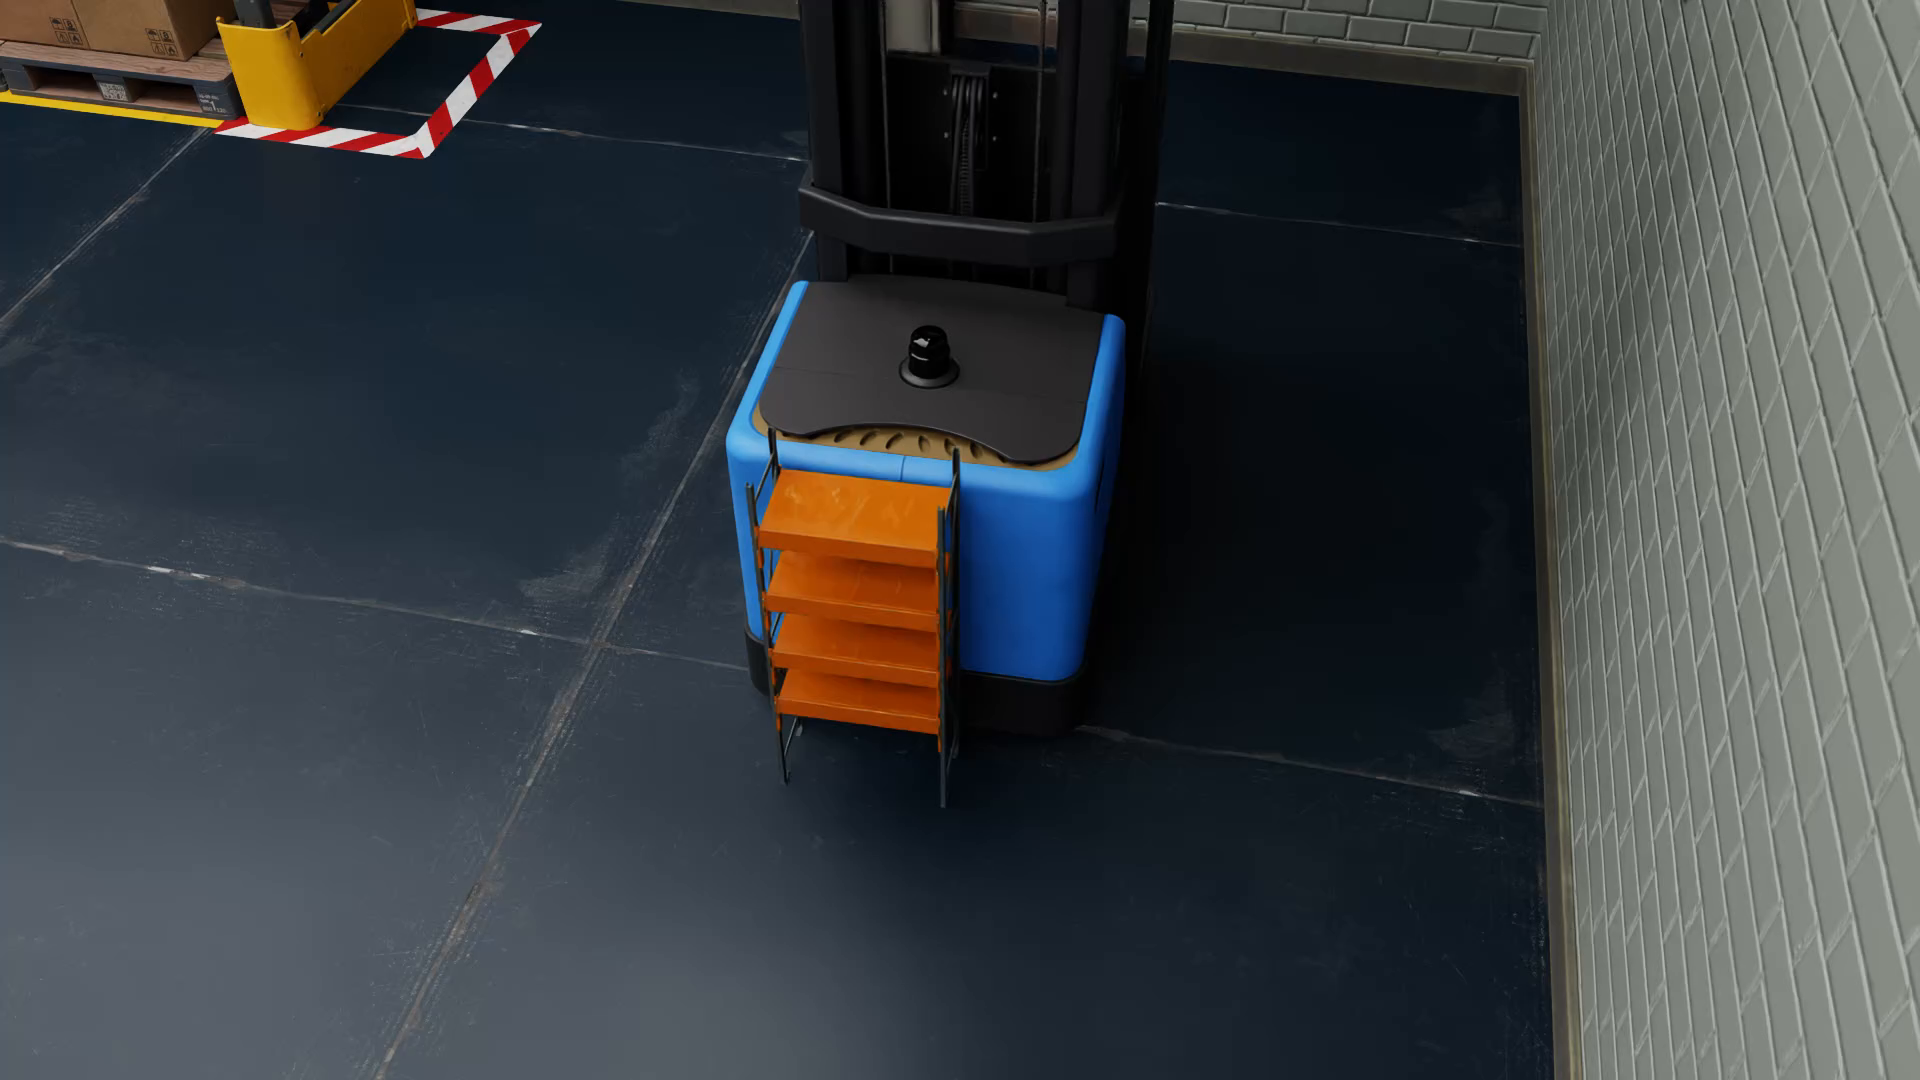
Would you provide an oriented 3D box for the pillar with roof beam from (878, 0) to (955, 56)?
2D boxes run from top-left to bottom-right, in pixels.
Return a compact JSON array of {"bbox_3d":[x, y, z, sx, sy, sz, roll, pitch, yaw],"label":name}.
[{"bbox_3d":[-1.192,-2.821,2.192,0.400,9.000,9.100,9,45,9],"label":"pillar with roof beam"}]

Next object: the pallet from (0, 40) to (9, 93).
[{"bbox_3d":[-5.060,-2.646,8.347,1.213,0.211,1.003,9,45,9],"label":"pallet"}]

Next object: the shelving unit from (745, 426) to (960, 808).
[{"bbox_3d":[-0.269,0.249,4.626,0.503,1.200,0.258,7,44,7],"label":"shelving unit"}]

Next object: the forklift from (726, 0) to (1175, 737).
[{"bbox_3d":[0.116,-1.495,5.189,1.130,2.935,3.031,7,44,7],"label":"forklift"}]

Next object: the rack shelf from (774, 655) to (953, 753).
[{"bbox_3d":[-0.269,0.441,4.809,0.480,0.148,0.258,7,44,7],"label":"rack shelf"}]

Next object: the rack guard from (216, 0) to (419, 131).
[{"bbox_3d":[-3.052,-2.493,7.979,0.348,0.500,1.175,9,45,9],"label":"rack guard"}]

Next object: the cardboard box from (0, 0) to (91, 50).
[{"bbox_3d":[-4.269,-2.762,7.956,0.500,0.500,0.700,9,45,9],"label":"cardboard box"}]

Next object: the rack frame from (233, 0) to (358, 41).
[{"bbox_3d":[-3.076,-3.397,7.116,0.127,3.000,1.000,9,45,9],"label":"rack frame"}]

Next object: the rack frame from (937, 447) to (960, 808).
[{"bbox_3d":[-0.029,0.278,4.595,0.015,1.200,0.240,7,44,7],"label":"rack frame"}]

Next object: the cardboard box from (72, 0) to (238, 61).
[{"bbox_3d":[-3.781,-2.686,7.877,0.500,0.500,0.700,9,45,9],"label":"cardboard box"}]

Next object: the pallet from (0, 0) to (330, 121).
[{"bbox_3d":[-3.873,-2.460,8.154,1.213,0.211,1.003,9,45,9],"label":"pallet"}]

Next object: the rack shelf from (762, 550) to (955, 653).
[{"bbox_3d":[-0.269,0.136,4.517,0.480,0.148,0.258,7,44,7],"label":"rack shelf"}]

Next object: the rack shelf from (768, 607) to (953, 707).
[{"bbox_3d":[-0.269,0.297,4.672,0.480,0.148,0.258,7,44,7],"label":"rack shelf"}]

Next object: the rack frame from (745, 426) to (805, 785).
[{"bbox_3d":[-0.509,0.220,4.656,0.015,1.200,0.240,7,44,7],"label":"rack frame"}]

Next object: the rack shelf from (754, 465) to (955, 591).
[{"bbox_3d":[-0.269,-0.035,4.354,0.480,0.148,0.258,7,44,7],"label":"rack shelf"}]
